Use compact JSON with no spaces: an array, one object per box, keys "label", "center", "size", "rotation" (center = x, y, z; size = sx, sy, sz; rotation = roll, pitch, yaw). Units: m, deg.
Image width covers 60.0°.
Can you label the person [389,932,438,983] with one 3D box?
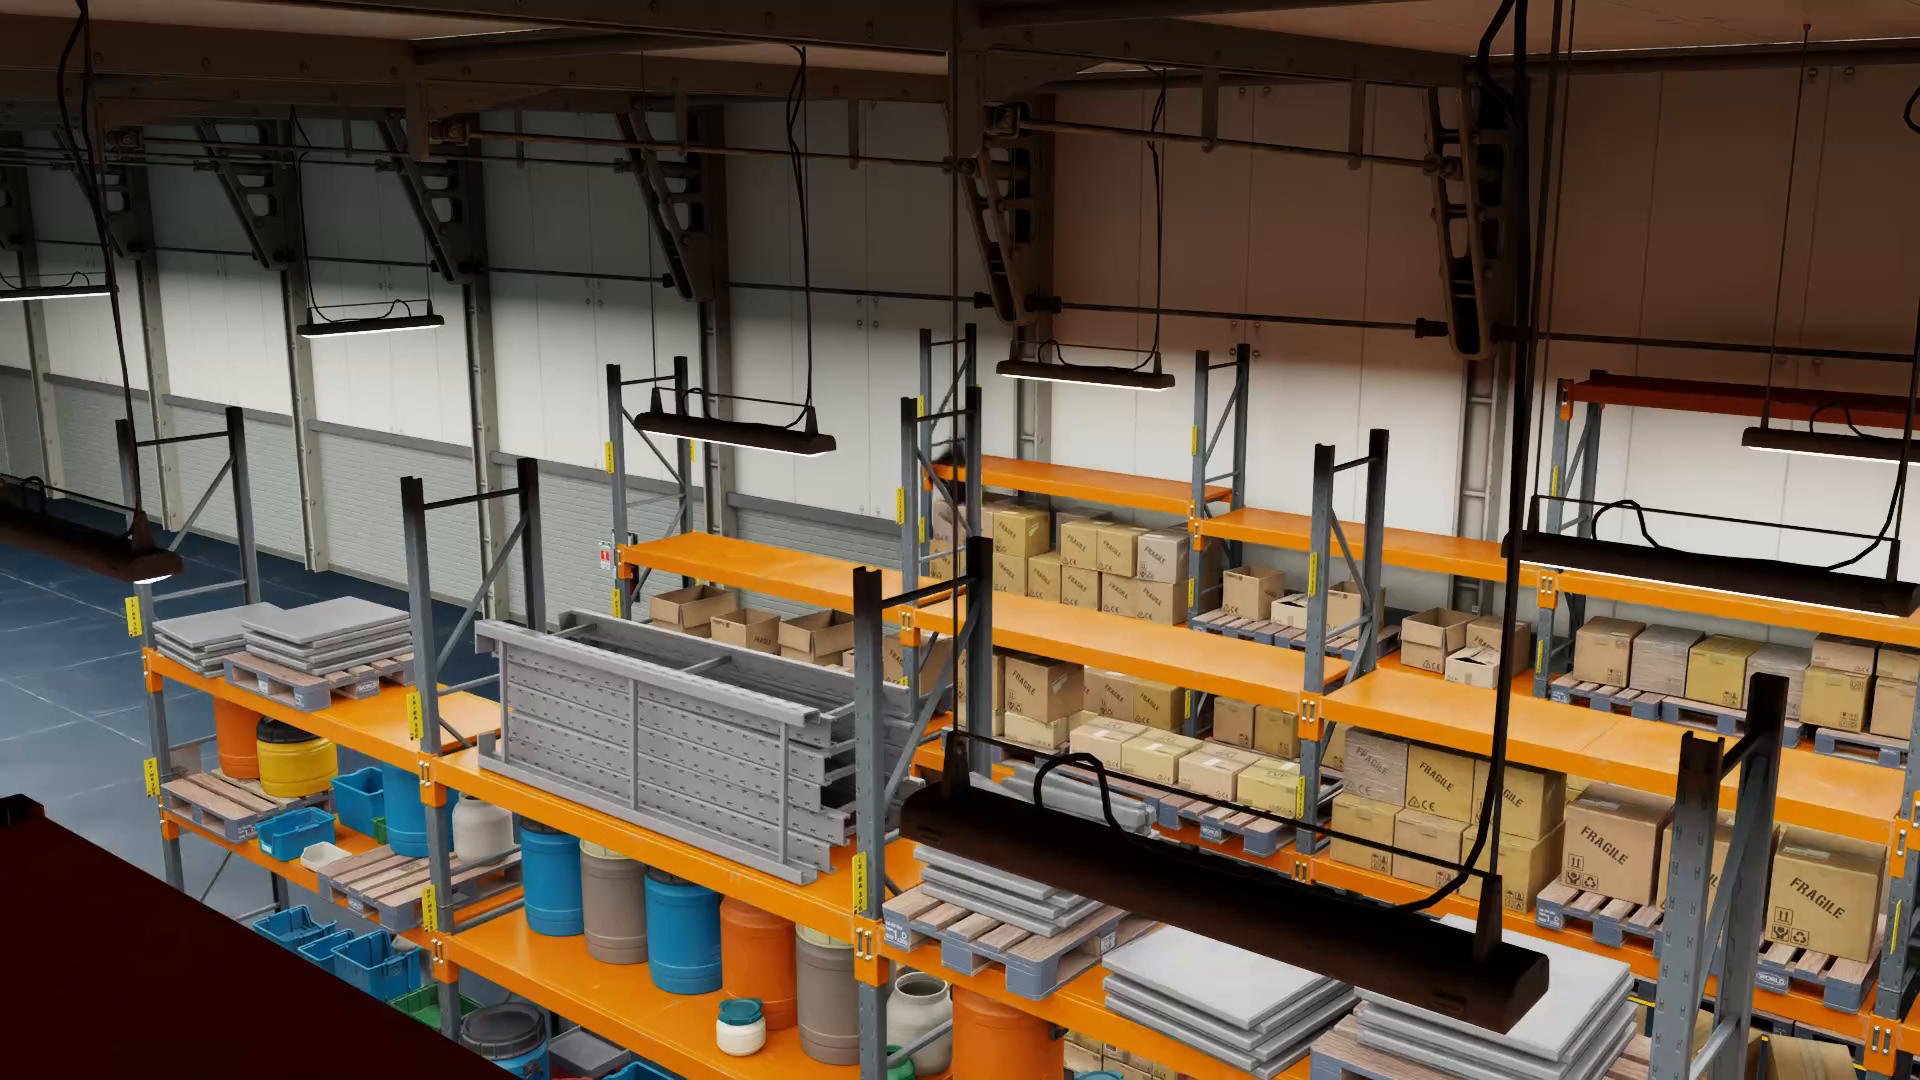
[{"label":"person","center":[-5.244,3.761,15.684],"size":[0.772,1.781,0.774],"rotation":[6,14,25]}]
